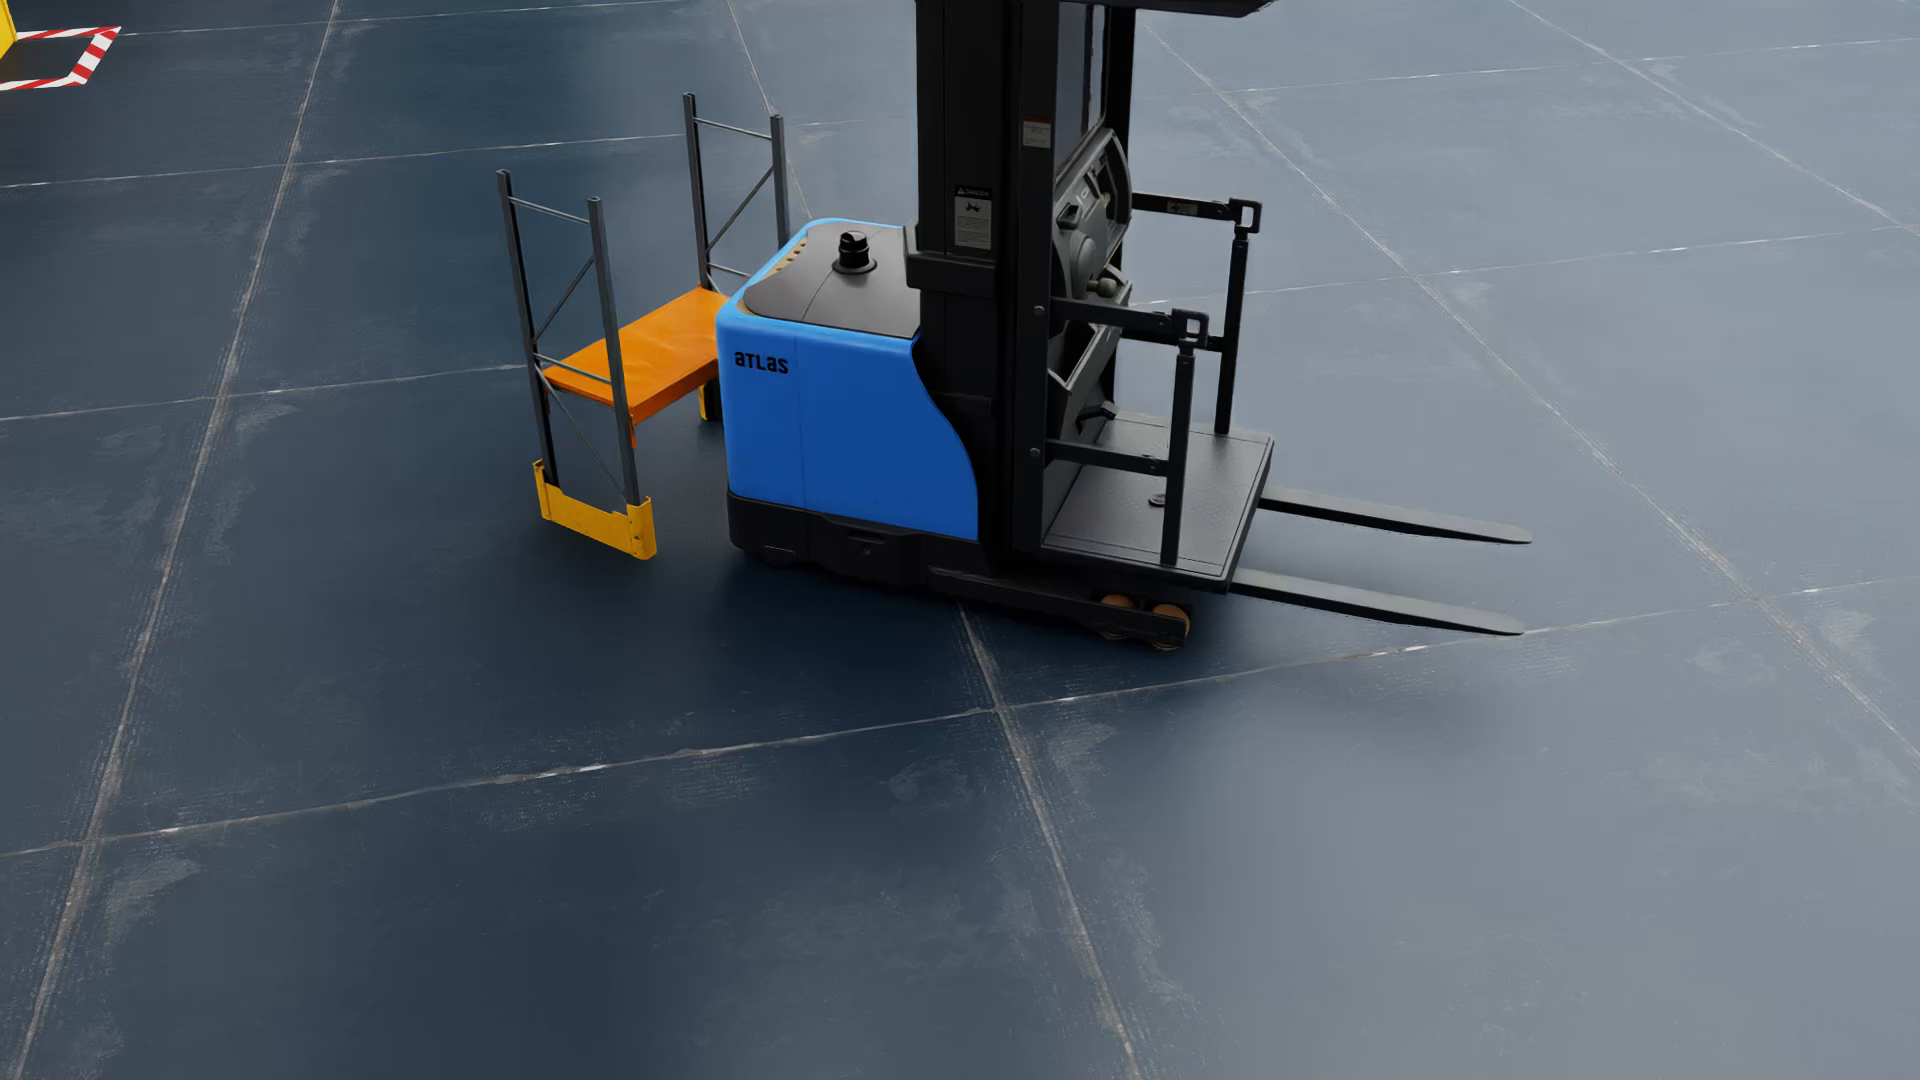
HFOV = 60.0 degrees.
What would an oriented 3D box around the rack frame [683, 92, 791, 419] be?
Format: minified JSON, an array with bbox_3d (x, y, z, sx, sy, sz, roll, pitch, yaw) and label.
[{"bbox_3d":[-0.912,-1.120,7.073,0.500,1.500,0.032,20,39,27],"label":"rack frame"}]

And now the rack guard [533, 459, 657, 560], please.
[{"bbox_3d":[-1.476,-0.130,6.719,0.587,0.250,0.087,20,39,27],"label":"rack guard"}]

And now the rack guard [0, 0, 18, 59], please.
[{"bbox_3d":[-6.991,-3.592,11.654,0.348,0.500,1.175,-7,35,-11],"label":"rack guard"}]

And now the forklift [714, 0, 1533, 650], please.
[{"bbox_3d":[0.656,-1.144,5.825,3.031,2.935,1.130,11,35,15],"label":"forklift"}]

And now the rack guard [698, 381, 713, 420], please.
[{"bbox_3d":[-0.923,-0.592,7.407,0.587,0.250,0.087,20,39,27],"label":"rack guard"}]

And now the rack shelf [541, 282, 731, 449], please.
[{"bbox_3d":[-1.195,-0.735,6.822,0.538,0.185,1.000,20,39,27],"label":"rack shelf"}]

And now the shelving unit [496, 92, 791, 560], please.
[{"bbox_3d":[-1.200,-0.880,6.715,0.587,1.500,1.083,20,39,27],"label":"shelving unit"}]

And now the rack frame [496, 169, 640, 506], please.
[{"bbox_3d":[-1.477,-0.648,6.370,0.500,1.500,0.032,20,39,27],"label":"rack frame"}]
